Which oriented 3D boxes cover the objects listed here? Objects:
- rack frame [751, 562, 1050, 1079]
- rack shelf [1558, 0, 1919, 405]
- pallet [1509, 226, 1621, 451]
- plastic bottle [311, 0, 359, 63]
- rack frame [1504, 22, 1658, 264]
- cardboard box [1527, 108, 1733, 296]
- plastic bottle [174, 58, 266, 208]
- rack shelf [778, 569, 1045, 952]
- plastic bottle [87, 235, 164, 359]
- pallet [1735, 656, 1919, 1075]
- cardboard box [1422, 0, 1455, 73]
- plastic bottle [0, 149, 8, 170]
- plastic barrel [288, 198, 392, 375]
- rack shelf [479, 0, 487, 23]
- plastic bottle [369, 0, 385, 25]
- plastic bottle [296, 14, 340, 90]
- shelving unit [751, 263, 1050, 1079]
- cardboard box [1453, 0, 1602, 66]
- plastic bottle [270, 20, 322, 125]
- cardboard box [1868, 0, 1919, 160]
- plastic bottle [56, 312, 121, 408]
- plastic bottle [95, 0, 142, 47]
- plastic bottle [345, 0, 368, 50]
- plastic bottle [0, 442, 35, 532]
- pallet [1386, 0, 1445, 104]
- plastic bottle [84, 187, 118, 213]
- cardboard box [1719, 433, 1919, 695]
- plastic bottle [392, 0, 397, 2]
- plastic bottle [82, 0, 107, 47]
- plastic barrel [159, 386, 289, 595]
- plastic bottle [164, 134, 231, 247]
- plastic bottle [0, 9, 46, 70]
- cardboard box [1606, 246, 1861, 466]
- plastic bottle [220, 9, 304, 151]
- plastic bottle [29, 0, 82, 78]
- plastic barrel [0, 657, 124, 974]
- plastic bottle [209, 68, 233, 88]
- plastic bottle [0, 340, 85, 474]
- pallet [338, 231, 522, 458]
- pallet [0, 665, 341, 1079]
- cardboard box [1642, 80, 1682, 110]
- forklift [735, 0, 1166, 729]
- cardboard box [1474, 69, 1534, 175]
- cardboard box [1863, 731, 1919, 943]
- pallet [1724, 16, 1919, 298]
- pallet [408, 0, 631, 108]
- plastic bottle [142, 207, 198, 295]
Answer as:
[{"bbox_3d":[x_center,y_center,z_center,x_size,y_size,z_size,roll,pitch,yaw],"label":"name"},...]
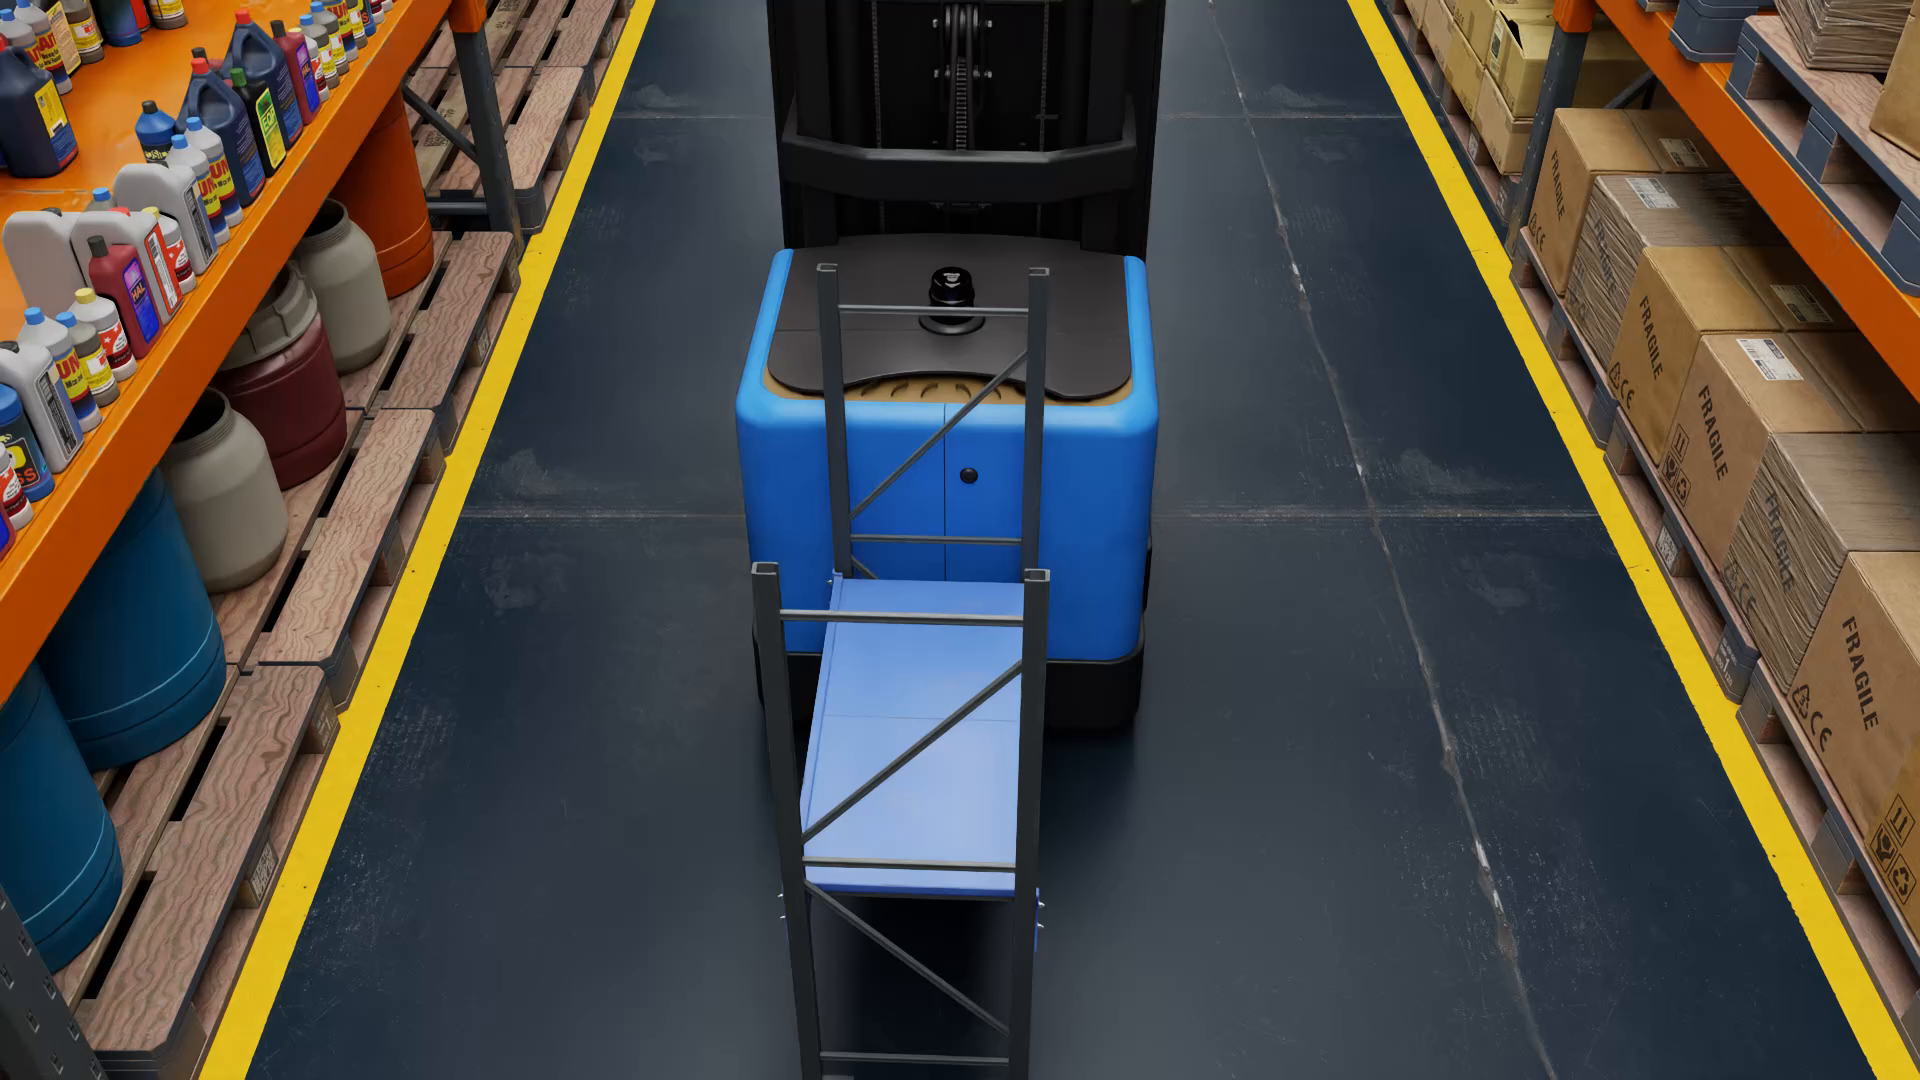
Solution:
[{"bbox_3d":[-0.100,0.638,3.255,0.500,1.500,0.032,1,39,2],"label":"rack frame"},{"bbox_3d":[2.699,-0.780,4.400,1.077,0.370,4.000,0,39,0],"label":"rack shelf"},{"bbox_3d":[2.660,-0.756,6.025,1.003,0.211,1.213,0,39,0],"label":"pallet"},{"bbox_3d":[-1.847,-1.547,4.885,0.097,0.271,0.097,0,39,0],"label":"plastic bottle"},{"bbox_3d":[2.697,-2.311,5.735,1.000,3.000,0.127,0,39,0],"label":"rack frame"},{"bbox_3d":[2.412,-1.223,6.024,0.500,0.500,0.500,2,39,2],"label":"cardboard box"},{"bbox_3d":[-1.869,-1.025,4.170,0.144,0.351,0.185,0,39,0],"label":"plastic bottle"},{"bbox_3d":[-0.079,0.461,3.763,0.538,0.185,1.000,1,39,2],"label":"rack shelf"},{"bbox_3d":[-1.827,-0.548,3.629,0.061,0.283,0.133,0,39,0],"label":"plastic bottle"},{"bbox_3d":[2.663,0.770,4.121,1.003,0.211,1.213,0,39,0],"label":"pallet"},{"bbox_3d":[2.451,-2.368,7.669,0.500,0.250,0.500,1,39,1],"label":"cardboard box"},{"bbox_3d":[-2.578,-1.124,4.353,0.152,0.276,0.135,0,39,0],"label":"plastic bottle"},{"bbox_3d":[-2.149,-0.844,5.558,0.421,0.512,0.421,0,39,0],"label":"plastic barrel"},{"bbox_3d":[-2.259,-3.280,7.520,1.077,0.370,4.000,0,39,0],"label":"rack shelf"},{"bbox_3d":[-1.847,-1.703,5.135,0.097,0.201,0.097,0,39,0],"label":"plastic bottle"},{"bbox_3d":[-1.846,-1.398,4.755,0.097,0.201,0.097,0,39,0],"label":"plastic bottle"},{"bbox_3d":[-0.079,0.320,3.651,0.538,1.500,1.048,1,39,2],"label":"shelving unit"},{"bbox_3d":[2.443,-2.273,7.103,0.500,0.311,0.500,-1,39,-1],"label":"cardboard box"},{"bbox_3d":[-1.828,-1.297,4.563,0.061,0.283,0.133,0,39,0],"label":"plastic bottle"},{"bbox_3d":[2.638,-1.118,3.830,0.700,0.500,0.500,-9,40,-11],"label":"cardboard box"},{"bbox_3d":[-1.845,-0.383,3.488,0.097,0.201,0.097,0,39,0],"label":"plastic bottle"},{"bbox_3d":[-2.545,-1.627,4.985,0.097,0.271,0.097,0,39,0],"label":"plastic bottle"},{"bbox_3d":[-1.847,-1.581,4.983,0.097,0.201,0.097,0,39,0],"label":"plastic bottle"},{"bbox_3d":[-1.844,-0.116,3.155,0.097,0.201,0.097,0,39,0],"label":"plastic bottle"},{"bbox_3d":[2.737,-2.499,8.200,1.003,0.211,1.213,0,39,0],"label":"pallet"},{"bbox_3d":[-1.997,-0.733,3.925,0.097,0.201,0.097,0,39,0],"label":"plastic bottle"},{"bbox_3d":[2.422,0.063,4.420,0.500,0.500,0.500,0,39,1],"label":"cardboard box"},{"bbox_3d":[-1.829,-1.868,5.275,0.061,0.283,0.133,0,39,0],"label":"plastic bottle"},{"bbox_3d":[-2.624,-1.621,4.967,0.061,0.283,0.133,0,39,0],"label":"plastic bottle"},{"bbox_3d":[-2.147,-0.138,4.677,0.421,0.512,0.421,0,39,0],"label":"plastic barrel"},{"bbox_3d":[-1.845,-0.845,4.008,0.097,0.271,0.097,0,39,0],"label":"plastic bottle"},{"bbox_3d":[-2.605,-1.339,4.625,0.097,0.271,0.097,0,39,0],"label":"plastic bottle"},{"bbox_3d":[2.413,-0.582,5.224,0.500,0.500,0.500,-1,39,-1],"label":"cardboard box"},{"bbox_3d":[-1.869,-1.224,4.418,0.144,0.351,0.185,0,39,0],"label":"plastic bottle"},{"bbox_3d":[-2.624,-1.476,4.787,0.061,0.283,0.133,0,39,0],"label":"plastic bottle"},{"bbox_3d":[-2.235,0.506,3.562,0.600,0.901,0.708,0,39,0],"label":"plastic barrel"},{"bbox_3d":[-1.888,-1.098,4.315,0.061,0.283,0.133,0,39,0],"label":"plastic bottle"},{"bbox_3d":[-1.872,-0.279,3.298,0.152,0.276,0.135,0,39,0],"label":"plastic bottle"},{"bbox_3d":[-2.214,-0.729,5.991,1.003,0.211,1.213,0,39,0],"label":"pallet"},{"bbox_3d":[-2.211,0.797,4.087,1.003,0.211,1.213,0,39,0],"label":"pallet"},{"bbox_3d":[2.990,-1.949,6.698,0.500,0.311,0.500,1,39,1],"label":"cardboard box"},{"bbox_3d":[0.026,-1.534,4.821,1.130,2.935,3.031,1,39,2],"label":"forklift"},{"bbox_3d":[2.452,-1.731,6.874,0.500,0.250,0.500,1,39,1],"label":"cardboard box"},{"bbox_3d":[2.414,0.686,3.643,0.500,0.500,0.500,0,39,0],"label":"cardboard box"},{"bbox_3d":[2.704,-1.020,4.278,1.003,0.211,1.213,0,39,0],"label":"pallet"},{"bbox_3d":[-2.217,-2.467,8.160,1.003,0.211,1.213,0,39,0],"label":"pallet"},{"bbox_3d":[-1.845,-0.672,3.849,0.097,0.201,0.097,0,39,0],"label":"plastic bottle"}]
